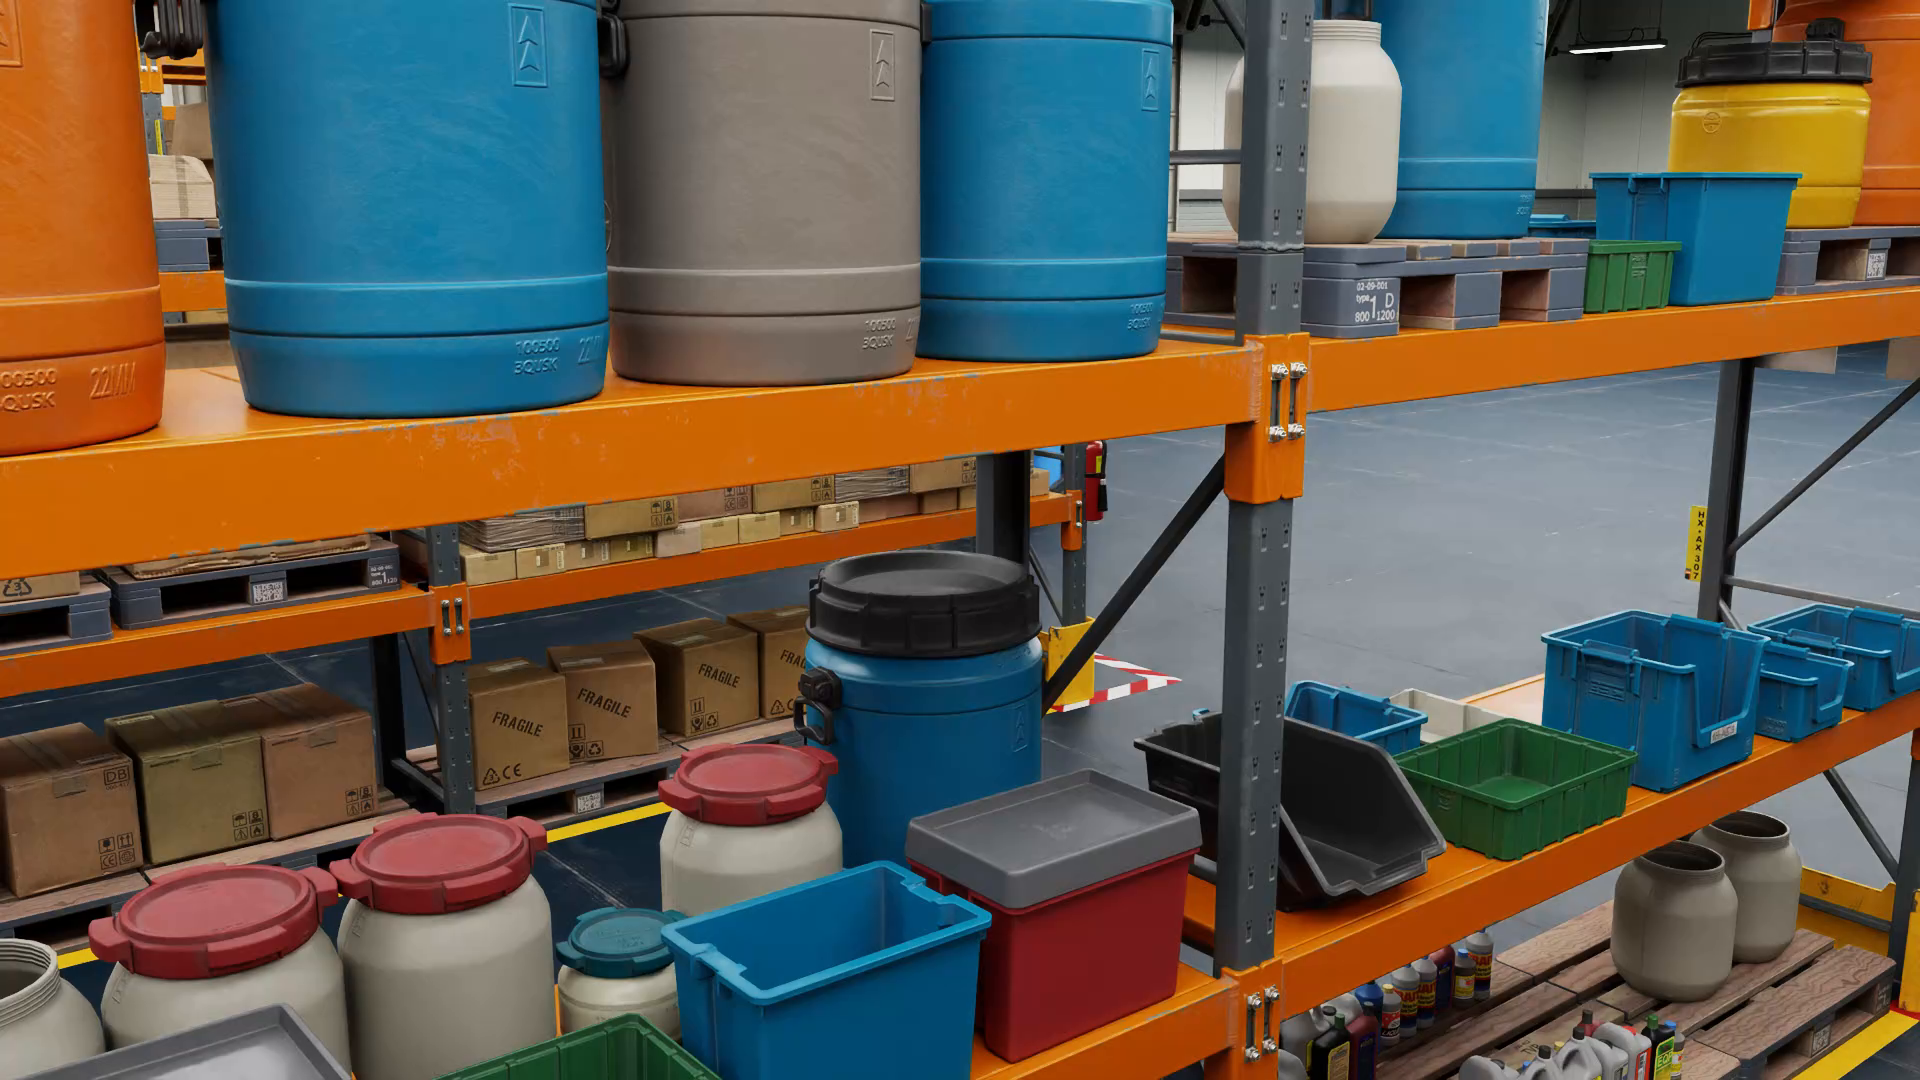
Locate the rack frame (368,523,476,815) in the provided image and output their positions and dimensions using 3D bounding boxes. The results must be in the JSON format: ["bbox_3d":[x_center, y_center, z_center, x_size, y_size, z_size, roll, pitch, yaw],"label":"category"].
[{"bbox_3d":[-2.695,-0.041,8.102,0.127,3.000,1.000,-9,15,-38],"label":"rack frame"}]

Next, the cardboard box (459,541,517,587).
[{"bbox_3d":[-2.339,0.102,8.030,0.250,0.149,0.380,-9,15,-38],"label":"cardboard box"}]

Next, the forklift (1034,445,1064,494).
[{"bbox_3d":[0.616,-1.865,16.854,1.130,2.935,3.031,3,12,14],"label":"forklift"}]

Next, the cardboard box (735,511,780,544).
[{"bbox_3d":[-1.176,-0.094,8.957,0.250,0.149,0.380,-9,15,-38],"label":"cardboard box"}]

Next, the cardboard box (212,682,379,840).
[{"bbox_3d":[-3.187,1.042,7.957,0.500,0.500,0.700,-11,16,-42],"label":"cardboard box"}]

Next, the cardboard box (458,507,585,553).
[{"bbox_3d":[-2.305,-0.284,8.289,0.500,0.500,0.875,-9,15,-38],"label":"cardboard box"}]

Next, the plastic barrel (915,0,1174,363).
[{"bbox_3d":[0.138,-0.849,3.479,0.708,0.901,0.600,-9,15,-38],"label":"plastic barrel"}]

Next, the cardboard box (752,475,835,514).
[{"bbox_3d":[-1.148,-0.483,9.224,0.500,0.500,0.875,-9,15,-38],"label":"cardboard box"}]

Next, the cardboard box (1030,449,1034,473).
[{"bbox_3d":[-0.018,-0.688,10.190,0.500,0.500,0.875,-9,15,-38],"label":"cardboard box"}]

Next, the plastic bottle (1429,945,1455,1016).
[{"bbox_3d":[1.724,1.568,6.005,0.133,0.283,0.061,-9,15,-37],"label":"plastic bottle"}]

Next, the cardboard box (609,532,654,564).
[{"bbox_3d":[-1.768,0.001,8.507,0.250,0.149,0.380,-9,15,-38],"label":"cardboard box"}]

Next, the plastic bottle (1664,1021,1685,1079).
[{"bbox_3d":[2.363,1.706,5.551,0.097,0.201,0.097,0,12,0],"label":"plastic bottle"}]

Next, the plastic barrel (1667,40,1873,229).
[{"bbox_3d":[2.712,-1.353,5.595,0.600,0.588,0.600,0,12,0],"label":"plastic barrel"}]

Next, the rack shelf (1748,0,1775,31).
[{"bbox_3d":[1.961,-1.885,5.034,4.000,0.370,1.077,-9,15,-38],"label":"rack shelf"}]

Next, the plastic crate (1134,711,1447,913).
[{"bbox_3d":[0.888,0.745,4.548,0.504,0.338,0.767,-9,15,-38],"label":"plastic crate"}]

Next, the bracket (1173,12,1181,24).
[{"bbox_3d":[3.981,-9.948,31.646,0.430,0.232,0.235,-9,15,-38],"label":"bracket"}]

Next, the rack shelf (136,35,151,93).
[{"bbox_3d":[-7.276,-2.986,10.223,4.000,0.370,1.077,-9,15,-38],"label":"rack shelf"}]

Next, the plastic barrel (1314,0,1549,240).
[{"bbox_3d":[1.244,-1.268,4.438,0.708,0.901,0.600,-9,15,-38],"label":"plastic barrel"}]

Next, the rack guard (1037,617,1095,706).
[{"bbox_3d":[0.370,0.672,10.760,0.348,0.500,1.175,-9,15,-38],"label":"rack guard"}]

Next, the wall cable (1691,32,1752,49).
[{"bbox_3d":[18.270,-10.536,38.399,0.112,2.526,3.097,-9,15,-38],"label":"wall cable"}]

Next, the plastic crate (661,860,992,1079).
[{"bbox_3d":[-0.267,0.963,3.409,0.575,0.384,0.392,-9,15,-38],"label":"plastic crate"}]

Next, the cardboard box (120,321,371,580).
[{"bbox_3d":[-3.402,-0.460,7.618,1.000,1.000,1.000,-9,15,-37],"label":"cardboard box"}]

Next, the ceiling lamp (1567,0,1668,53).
[{"bbox_3d":[13.403,-11.439,33.282,0.800,3.185,2.000,-9,15,-38],"label":"ceiling lamp"}]

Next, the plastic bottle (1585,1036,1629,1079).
[{"bbox_3d":[2.041,1.716,5.325,0.135,0.276,0.152,-10,16,-39],"label":"plastic bottle"}]

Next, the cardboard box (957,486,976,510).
[{"bbox_3d":[-0.023,-0.294,9.896,0.250,0.149,0.380,-9,15,-38],"label":"cardboard box"}]

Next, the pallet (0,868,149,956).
[{"bbox_3d":[-4.255,1.583,7.165,1.213,0.211,1.003,-9,15,-38],"label":"pallet"}]

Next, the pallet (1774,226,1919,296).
[{"bbox_3d":[2.816,-1.040,6.040,1.213,0.211,1.003,-9,15,-38],"label":"pallet"}]

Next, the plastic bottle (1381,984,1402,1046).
[{"bbox_3d":[1.489,1.652,5.807,0.097,0.201,0.097,0,12,0],"label":"plastic bottle"}]

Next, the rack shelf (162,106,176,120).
[{"bbox_3d":[-10.427,-5.100,20.176,4.000,0.370,1.077,-9,15,-38],"label":"rack shelf"}]

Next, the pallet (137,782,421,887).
[{"bbox_3d":[-3.302,1.424,7.915,1.213,0.211,1.003,-9,15,-38],"label":"pallet"}]

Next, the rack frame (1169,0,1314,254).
[{"bbox_3d":[0.400,-2.173,3.696,0.127,3.000,1.000,-9,15,-38],"label":"rack frame"}]

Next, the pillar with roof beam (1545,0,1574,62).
[{"bbox_3d":[16.143,-9.157,36.589,0.548,9.000,9.100,-9,15,-38],"label":"pillar with roof beam"}]

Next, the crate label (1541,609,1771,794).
[{"bbox_3d":[2.255,0.508,5.428,0.616,0.435,0.502,-9,15,-38],"label":"crate label"}]

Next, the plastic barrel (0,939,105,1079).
[{"bbox_3d":[-1.725,1.004,2.912,0.421,0.512,0.421,0,12,0],"label":"plastic barrel"}]

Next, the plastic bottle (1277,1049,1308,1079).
[{"bbox_3d":[0.984,1.745,5.189,0.135,0.276,0.152,-9,15,-38],"label":"plastic bottle"}]

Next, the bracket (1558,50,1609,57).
[{"bbox_3d":[15.389,-11.843,40.573,3.189,0.066,0.076,-9,15,-38],"label":"bracket"}]

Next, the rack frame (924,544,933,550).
[{"bbox_3d":[-0.402,-0.483,14.697,0.032,1.125,0.500,-9,15,-38],"label":"rack frame"}]

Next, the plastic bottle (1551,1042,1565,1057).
[{"bbox_3d":[1.948,1.734,5.417,0.097,0.201,0.097,0,12,0],"label":"plastic bottle"}]

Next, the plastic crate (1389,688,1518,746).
[{"bbox_3d":[1.509,0.639,5.532,0.437,0.136,0.530,-9,15,-38],"label":"plastic crate"}]

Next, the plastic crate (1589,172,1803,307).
[{"bbox_3d":[2.222,-0.920,5.058,0.575,0.384,0.392,-9,15,-38],"label":"plastic crate"}]

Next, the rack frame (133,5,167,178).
[{"bbox_3d":[-5.714,-3.794,11.329,0.127,3.000,1.000,-9,15,-38],"label":"rack frame"}]

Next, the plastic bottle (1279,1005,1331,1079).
[{"bbox_3d":[1.124,1.645,5.477,0.185,0.351,0.144,-10,15,-38],"label":"plastic bottle"}]

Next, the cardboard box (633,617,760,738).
[{"bbox_3d":[-1.479,0.762,9.327,0.500,0.500,0.500,-11,16,-43],"label":"cardboard box"}]

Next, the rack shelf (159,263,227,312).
[{"bbox_3d":[-4.256,-0.897,6.643,4.000,0.370,1.077,-9,15,-38],"label":"rack shelf"}]

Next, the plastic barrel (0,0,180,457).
[{"bbox_3d":[-1.436,-0.553,2.254,0.708,0.830,0.600,-9,15,-38],"label":"plastic barrel"}]

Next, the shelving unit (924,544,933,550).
[{"bbox_3d":[-0.005,-0.549,15.008,1.048,1.125,0.538,-9,15,-38],"label":"shelving unit"}]

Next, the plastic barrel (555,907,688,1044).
[{"bbox_3d":[-0.730,0.976,3.642,0.301,0.262,0.301,0,12,0],"label":"plastic barrel"}]

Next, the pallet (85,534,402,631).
[{"bbox_3d":[-3.382,0.128,7.766,1.213,0.211,1.003,-9,15,-38],"label":"pallet"}]

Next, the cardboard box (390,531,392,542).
[{"bbox_3d":[-4.478,-0.213,13.014,0.875,0.875,0.875,-9,15,-37],"label":"cardboard box"}]

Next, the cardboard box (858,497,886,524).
[{"bbox_3d":[-0.631,-0.202,9.464,0.250,0.149,0.380,-9,15,-38],"label":"cardboard box"}]
